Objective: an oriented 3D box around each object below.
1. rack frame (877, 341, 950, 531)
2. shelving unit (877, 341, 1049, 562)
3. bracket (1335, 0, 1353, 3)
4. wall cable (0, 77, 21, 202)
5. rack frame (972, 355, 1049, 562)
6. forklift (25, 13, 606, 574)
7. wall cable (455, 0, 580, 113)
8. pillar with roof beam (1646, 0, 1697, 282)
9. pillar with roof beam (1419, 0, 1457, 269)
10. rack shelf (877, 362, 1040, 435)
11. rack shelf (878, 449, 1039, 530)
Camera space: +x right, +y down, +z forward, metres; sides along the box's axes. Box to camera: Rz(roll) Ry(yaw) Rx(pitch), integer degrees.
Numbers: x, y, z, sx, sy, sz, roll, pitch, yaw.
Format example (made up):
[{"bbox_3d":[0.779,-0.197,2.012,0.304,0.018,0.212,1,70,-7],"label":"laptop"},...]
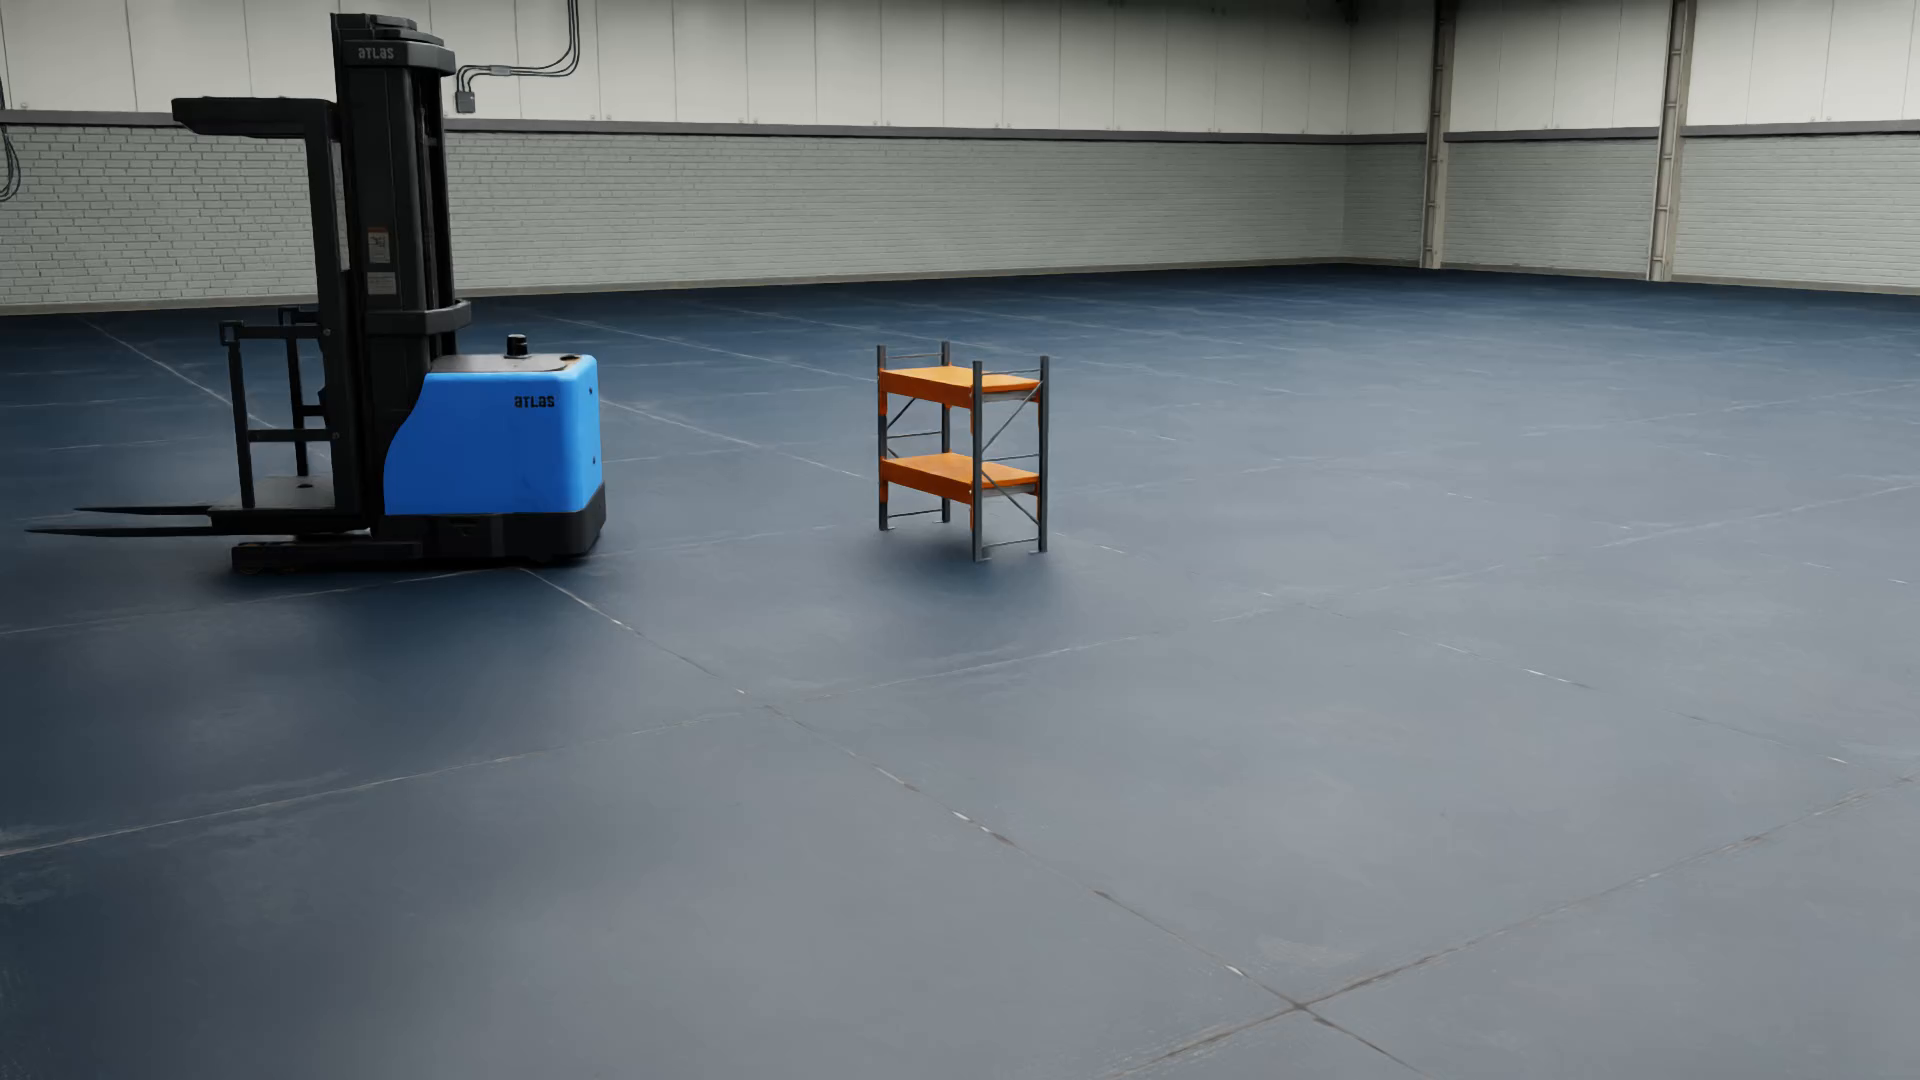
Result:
[{"bbox_3d":[-0.278,-0.639,10.150,0.500,1.125,0.032,-8,15,-33],"label":"rack frame"},{"bbox_3d":[0.004,-0.548,9.736,0.538,1.125,1.048,-8,15,-33],"label":"shelving unit"},{"bbox_3d":[9.214,-12.999,39.816,0.235,0.232,0.430,-8,15,-33],"label":"bracket"},{"bbox_3d":[-15.702,-6.223,24.522,3.097,2.526,0.112,-8,15,-33],"label":"wall cable"},{"bbox_3d":[0.285,-0.458,9.323,0.500,1.125,0.032,-8,15,-33],"label":"rack frame"},{"bbox_3d":[-3.617,-1.365,9.242,3.031,2.935,1.130,-1,12,-5],"label":"forklift"},{"bbox_3d":[-7.790,-10.522,28.952,2.305,6.003,0.169,-8,15,-33],"label":"wall cable"},{"bbox_3d":[10.793,-9.211,30.918,9.100,9.000,0.400,-8,15,-33],"label":"pillar with roof beam"},{"bbox_3d":[7.469,-10.278,35.798,9.100,9.000,0.548,-8,15,-33],"label":"pillar with roof beam"},{"bbox_3d":[0.004,-0.834,9.674,0.538,0.278,1.000,-8,15,-33],"label":"rack shelf"},{"bbox_3d":[0.004,-0.309,9.788,0.538,0.278,1.000,-8,15,-33],"label":"rack shelf"}]
